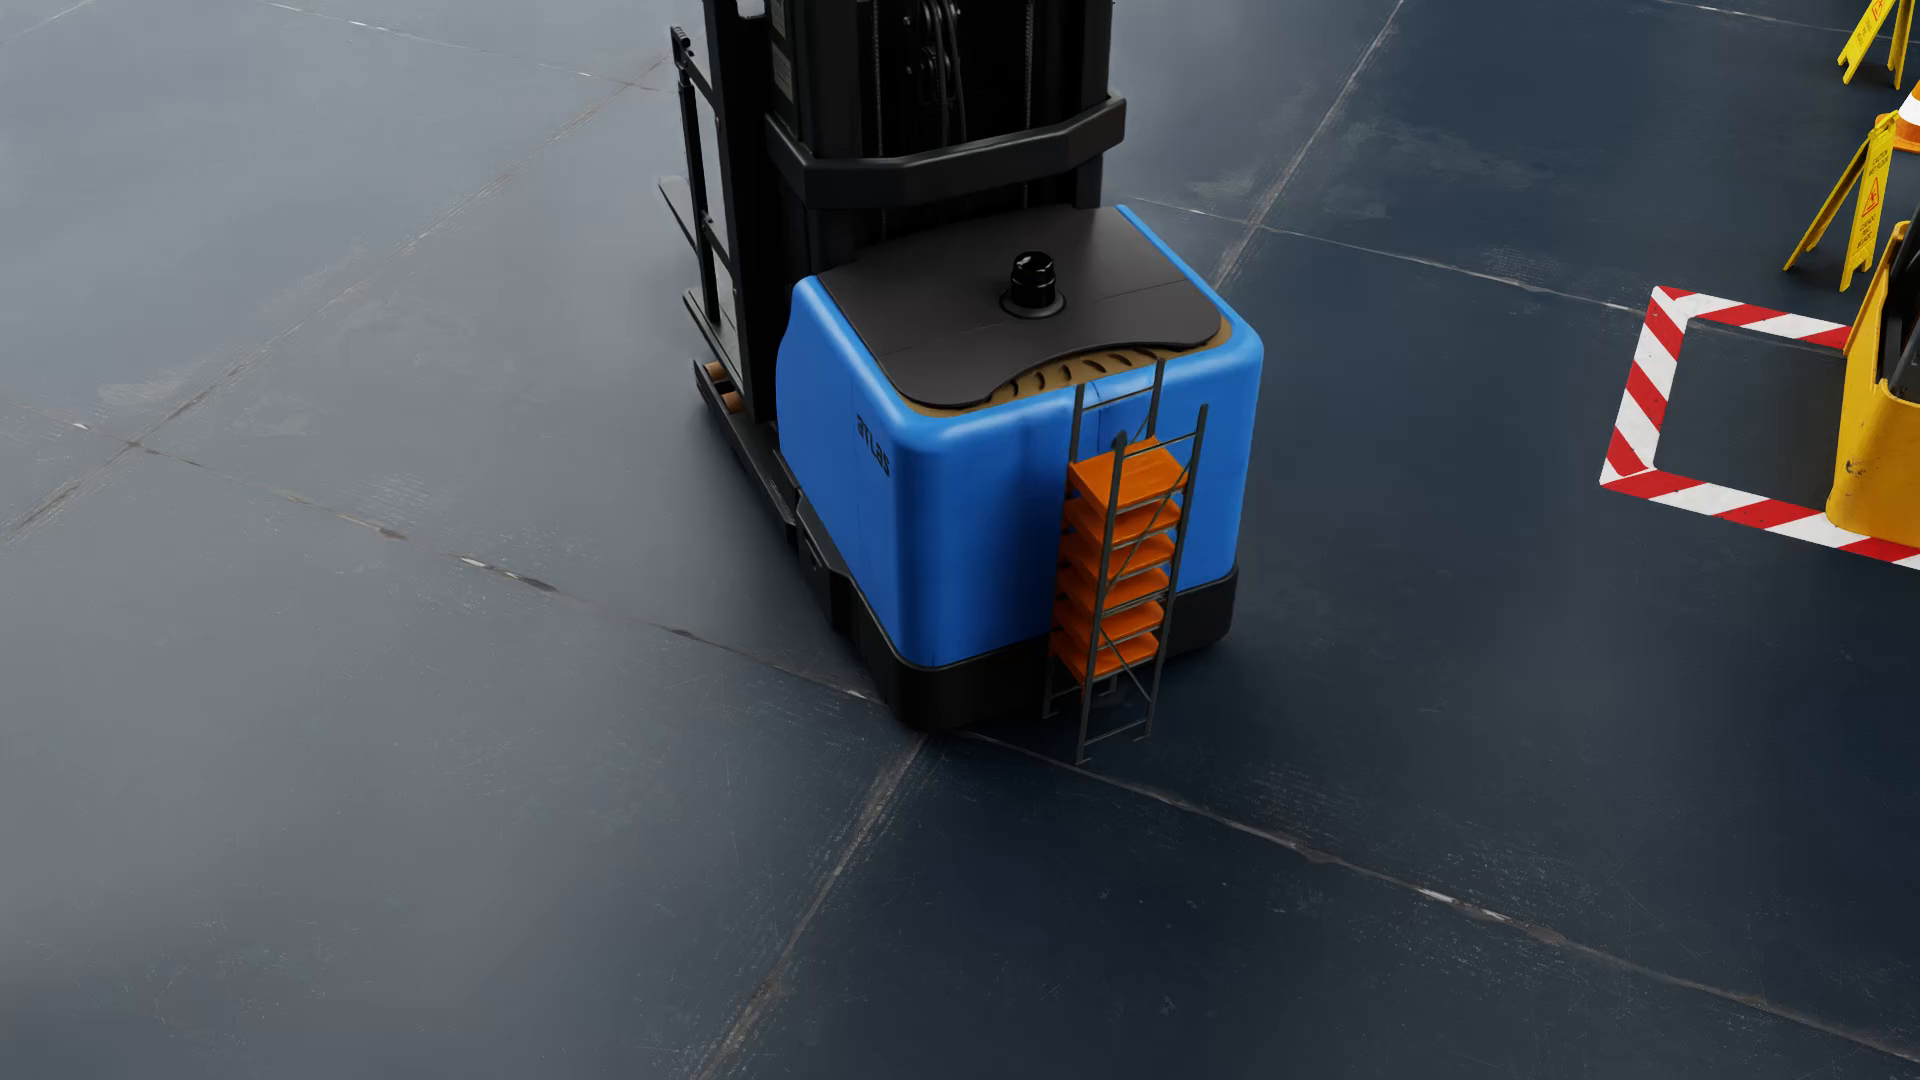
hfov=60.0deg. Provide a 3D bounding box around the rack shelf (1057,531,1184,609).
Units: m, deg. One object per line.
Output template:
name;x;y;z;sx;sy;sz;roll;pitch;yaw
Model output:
rack shelf;0.399;0.041;4.163;0.258;0.103;0.180;-19;48;-20

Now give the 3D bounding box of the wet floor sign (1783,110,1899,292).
wet floor sign;3.373;-1.300;6.257;0.267;0.644;0.232;-33;51;-32

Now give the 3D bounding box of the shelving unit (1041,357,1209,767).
shelving unit;0.397;0.095;4.216;0.258;1.200;0.189;-19;48;-20

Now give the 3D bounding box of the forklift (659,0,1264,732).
forklift;-0.266;-1.552;4.802;1.130;2.935;3.031;-16;43;-18

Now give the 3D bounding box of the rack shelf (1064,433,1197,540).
rack shelf;0.407;-0.130;3.995;0.258;0.103;0.180;-19;48;-20

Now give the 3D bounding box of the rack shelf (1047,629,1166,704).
rack shelf;0.387;0.298;4.415;0.258;0.103;0.180;-19;48;-20

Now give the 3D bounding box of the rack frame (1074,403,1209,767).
rack frame;0.439;0.153;4.159;0.240;1.200;0.006;-19;48;-20

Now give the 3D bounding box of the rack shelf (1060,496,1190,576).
rack shelf;0.403;-0.044;4.079;0.258;0.103;0.180;-19;48;-20

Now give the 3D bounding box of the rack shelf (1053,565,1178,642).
rack shelf;0.395;0.127;4.247;0.258;0.103;0.180;-19;48;-20

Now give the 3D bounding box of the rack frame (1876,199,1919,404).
rack frame;3.093;-1.502;4.693;0.127;3.000;1.000;17;44;19

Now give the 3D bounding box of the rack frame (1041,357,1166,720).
rack frame;0.354;0.037;4.273;0.240;1.200;0.006;-19;48;-20

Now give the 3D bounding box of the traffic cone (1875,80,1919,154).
traffic cone;4.189;-1.943;7.138;0.334;0.463;0.336;17;44;19

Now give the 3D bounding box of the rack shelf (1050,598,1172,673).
rack shelf;0.391;0.212;4.331;0.258;0.103;0.180;-19;48;-20

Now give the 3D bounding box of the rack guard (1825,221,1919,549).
rack guard;3.161;-0.536;5.487;0.348;0.500;1.175;17;44;19

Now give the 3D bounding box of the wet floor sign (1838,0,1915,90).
wet floor sign;4.230;-2.411;7.539;0.232;0.644;0.267;10;42;11
